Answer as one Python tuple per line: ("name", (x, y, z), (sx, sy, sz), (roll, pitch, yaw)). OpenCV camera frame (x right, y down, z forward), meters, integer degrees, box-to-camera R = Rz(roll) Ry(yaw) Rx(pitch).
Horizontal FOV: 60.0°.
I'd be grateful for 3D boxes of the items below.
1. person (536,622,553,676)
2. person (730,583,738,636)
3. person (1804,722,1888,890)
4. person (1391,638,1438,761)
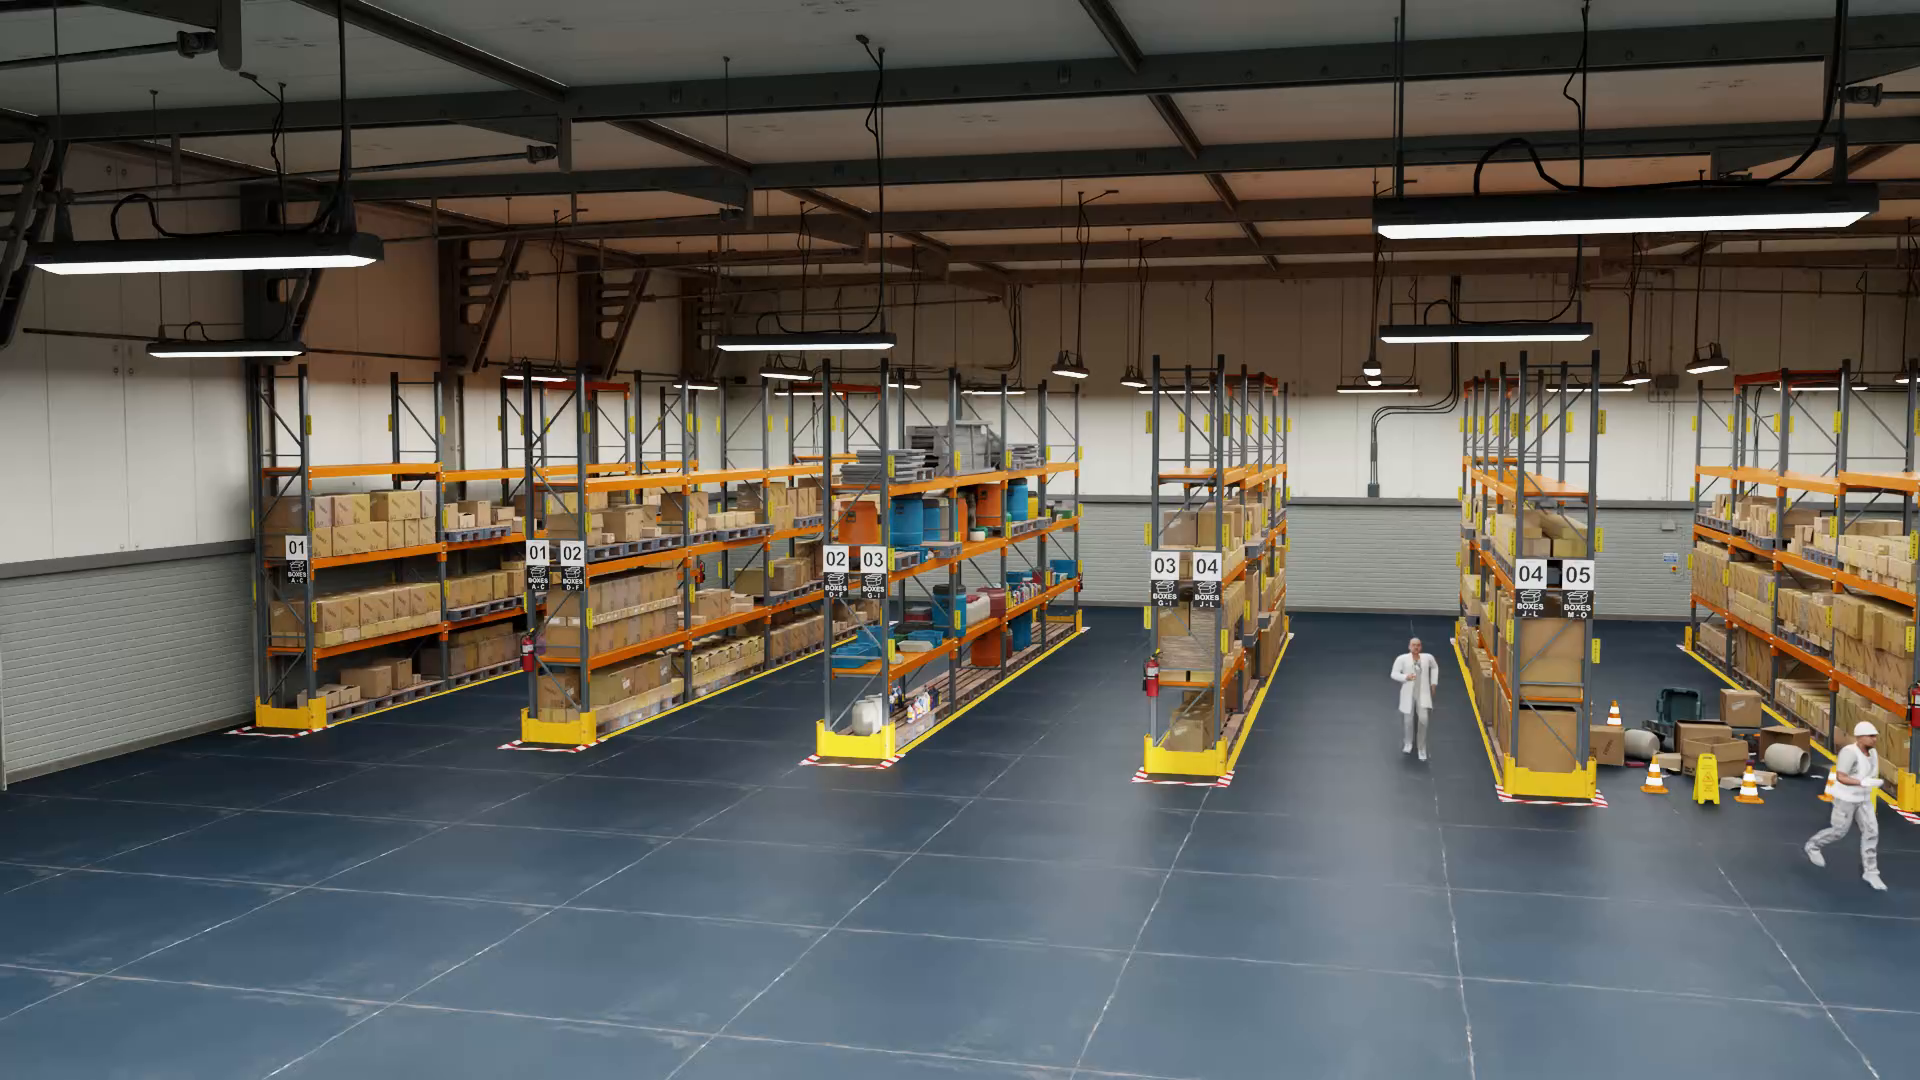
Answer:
("person", (-7.287, 2.216, 29.124), (0.513, 1.590, 1.023), (1, 4, 15))
("person", (-4.952, 1.557, 37.649), (0.638, 1.784, 0.781), (0, 4, 7))
("person", (9.765, 2.807, 18.295), (0.712, 1.684, 0.960), (-2, 4, -28))
("person", (6.844, 2.393, 25.047), (0.709, 1.856, 0.840), (1, 4, 11))
